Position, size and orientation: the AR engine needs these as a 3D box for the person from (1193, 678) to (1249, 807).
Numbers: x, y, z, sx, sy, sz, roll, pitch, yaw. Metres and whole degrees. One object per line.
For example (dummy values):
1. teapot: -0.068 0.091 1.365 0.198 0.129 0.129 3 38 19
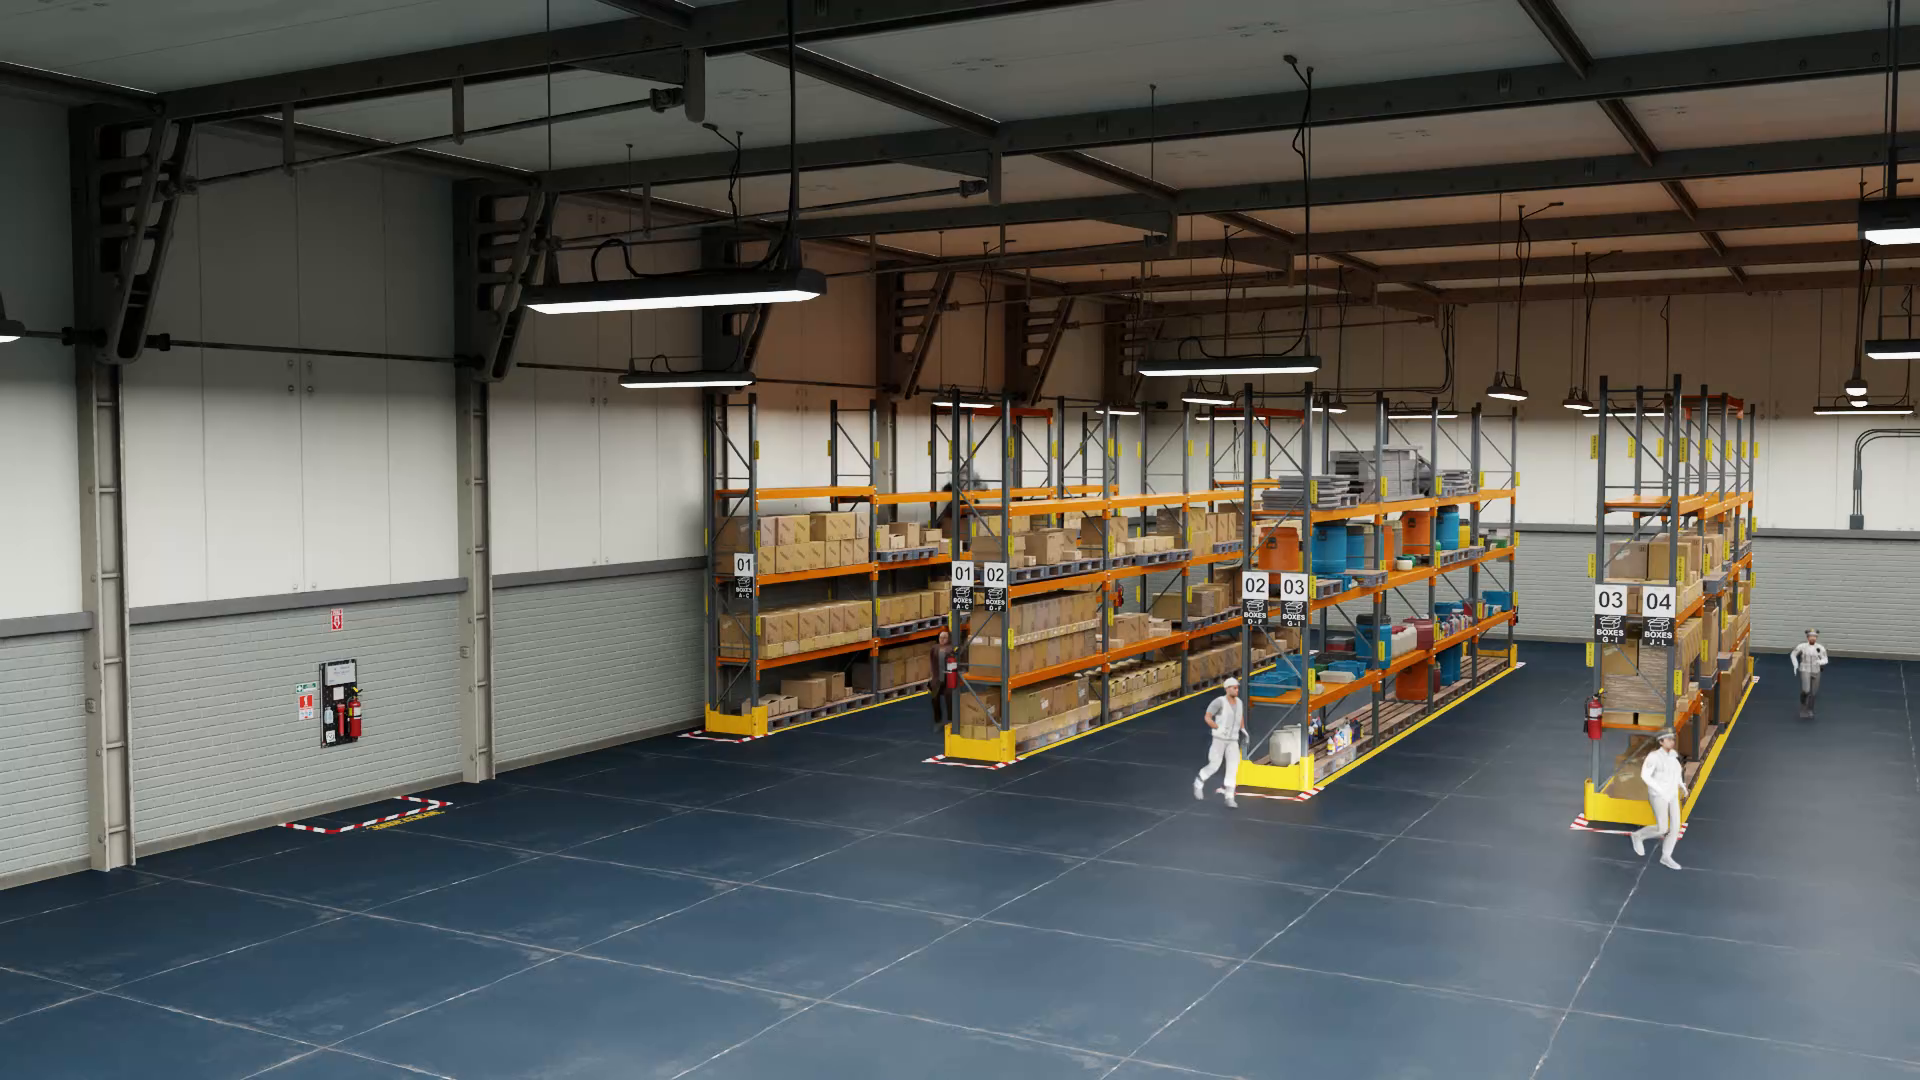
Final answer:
1. person: 3.790 2.827 23.477 0.721 1.748 0.929 -1 3 -25

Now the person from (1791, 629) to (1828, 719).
1. person: 15.800 2.487 30.899 0.582 1.690 0.649 1 3 17

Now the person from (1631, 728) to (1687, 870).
1. person: 8.482 3.089 20.122 0.644 1.685 0.649 -1 3 -26

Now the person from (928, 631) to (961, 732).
1. person: -0.276 2.530 29.721 0.617 1.814 0.931 1 3 12
